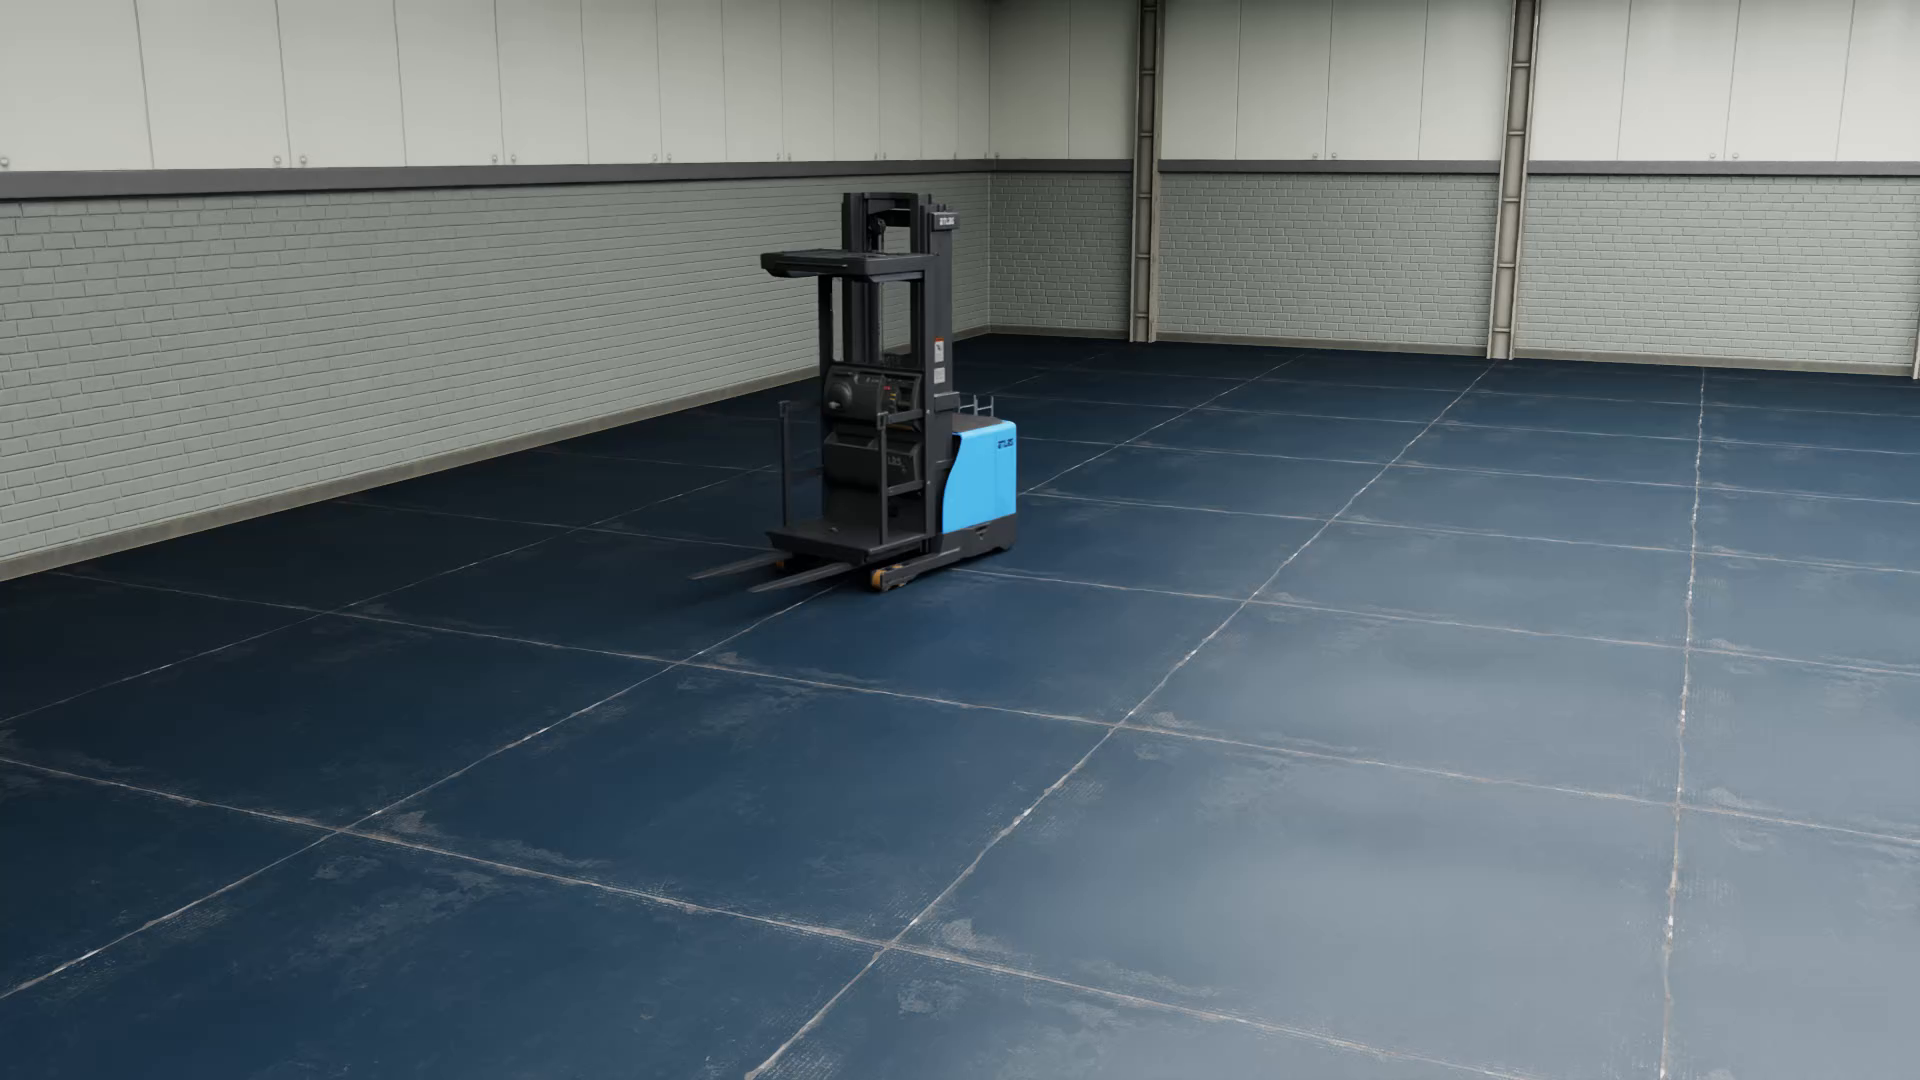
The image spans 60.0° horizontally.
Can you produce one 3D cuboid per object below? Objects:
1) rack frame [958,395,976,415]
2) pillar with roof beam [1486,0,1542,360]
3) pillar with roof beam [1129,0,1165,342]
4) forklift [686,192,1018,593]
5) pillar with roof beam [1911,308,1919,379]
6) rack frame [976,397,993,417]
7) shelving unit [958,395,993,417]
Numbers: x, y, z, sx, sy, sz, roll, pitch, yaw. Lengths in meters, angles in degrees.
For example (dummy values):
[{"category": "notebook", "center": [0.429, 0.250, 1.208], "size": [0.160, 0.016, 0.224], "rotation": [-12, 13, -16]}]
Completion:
[{"category": "rack frame", "center": [0.060, -0.647, 14.381], "size": [0.006, 1.200, 0.240], "rotation": [10, 16, 36]}, {"category": "pillar with roof beam", "center": [6.942, -6.409, 21.869], "size": [0.400, 9.000, 9.100], "rotation": [6, 14, 23]}, {"category": "pillar with roof beam", "center": [1.456, -6.964, 24.235], "size": [0.400, 9.000, 9.100], "rotation": [6, 14, 23]}, {"category": "forklift", "center": [-0.812, -1.162, 12.792], "size": [1.130, 2.935, 3.031], "rotation": [10, 16, 36]}, {"category": "pillar with roof beam", "center": [12.427, -5.854, 19.503], "size": [0.400, 9.000, 9.100], "rotation": [6, 14, 23]}, {"category": "rack frame", "center": [0.205, -0.621, 14.273], "size": [0.006, 1.200, 0.240], "rotation": [10, 16, 36]}, {"category": "shelving unit", "center": [0.132, -0.634, 14.327], "size": [0.189, 1.200, 0.258], "rotation": [10, 16, 36]}]
